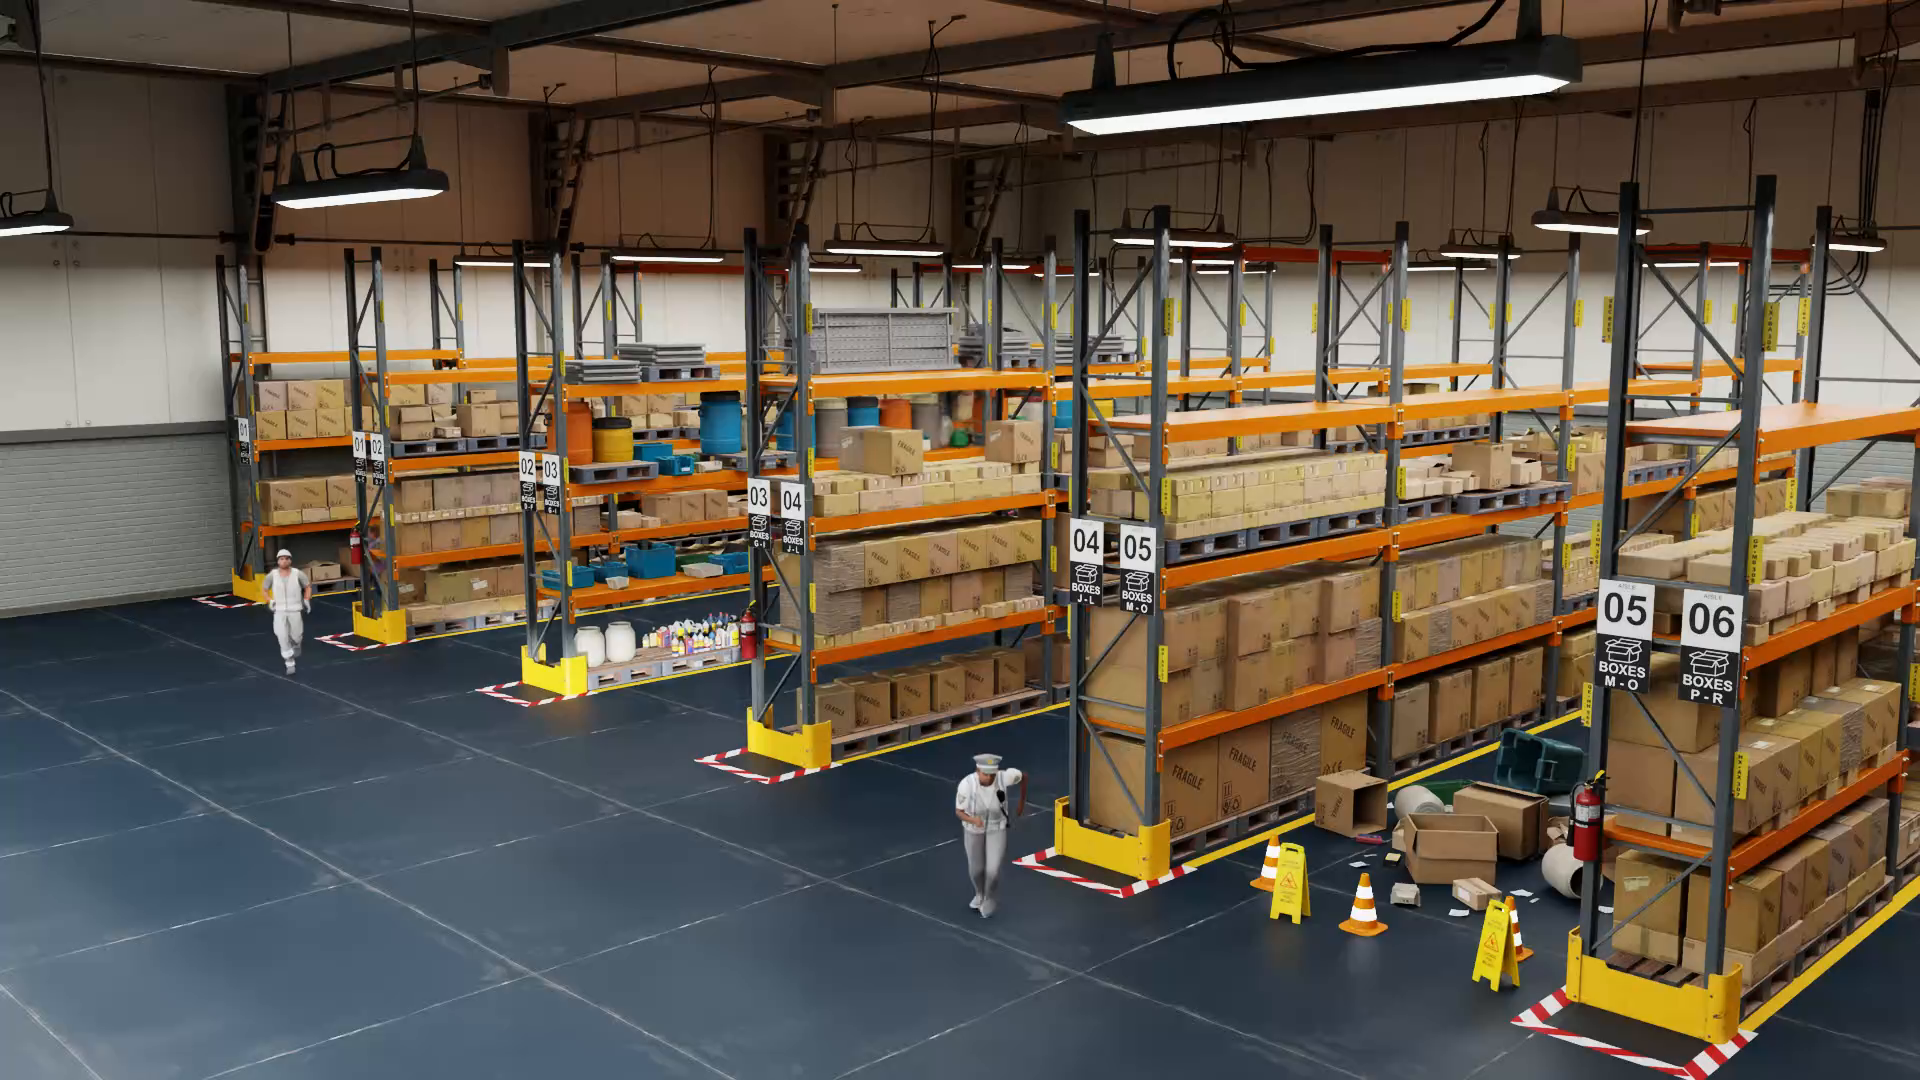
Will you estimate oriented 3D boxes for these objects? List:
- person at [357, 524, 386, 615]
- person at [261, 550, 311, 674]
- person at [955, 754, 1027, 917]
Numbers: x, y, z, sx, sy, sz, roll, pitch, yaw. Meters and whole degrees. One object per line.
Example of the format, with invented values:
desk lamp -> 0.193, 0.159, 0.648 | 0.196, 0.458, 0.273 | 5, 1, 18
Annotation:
person -> -9.591, 0.539, 27.299 | 0.540, 1.619, 0.698 | 6, 10, 38
person -> -9.500, 0.994, 23.472 | 0.656, 1.745, 0.607 | -3, 9, -20
person -> 0.261, 2.454, 13.924 | 0.608, 1.506, 0.911 | 0, 8, -2
